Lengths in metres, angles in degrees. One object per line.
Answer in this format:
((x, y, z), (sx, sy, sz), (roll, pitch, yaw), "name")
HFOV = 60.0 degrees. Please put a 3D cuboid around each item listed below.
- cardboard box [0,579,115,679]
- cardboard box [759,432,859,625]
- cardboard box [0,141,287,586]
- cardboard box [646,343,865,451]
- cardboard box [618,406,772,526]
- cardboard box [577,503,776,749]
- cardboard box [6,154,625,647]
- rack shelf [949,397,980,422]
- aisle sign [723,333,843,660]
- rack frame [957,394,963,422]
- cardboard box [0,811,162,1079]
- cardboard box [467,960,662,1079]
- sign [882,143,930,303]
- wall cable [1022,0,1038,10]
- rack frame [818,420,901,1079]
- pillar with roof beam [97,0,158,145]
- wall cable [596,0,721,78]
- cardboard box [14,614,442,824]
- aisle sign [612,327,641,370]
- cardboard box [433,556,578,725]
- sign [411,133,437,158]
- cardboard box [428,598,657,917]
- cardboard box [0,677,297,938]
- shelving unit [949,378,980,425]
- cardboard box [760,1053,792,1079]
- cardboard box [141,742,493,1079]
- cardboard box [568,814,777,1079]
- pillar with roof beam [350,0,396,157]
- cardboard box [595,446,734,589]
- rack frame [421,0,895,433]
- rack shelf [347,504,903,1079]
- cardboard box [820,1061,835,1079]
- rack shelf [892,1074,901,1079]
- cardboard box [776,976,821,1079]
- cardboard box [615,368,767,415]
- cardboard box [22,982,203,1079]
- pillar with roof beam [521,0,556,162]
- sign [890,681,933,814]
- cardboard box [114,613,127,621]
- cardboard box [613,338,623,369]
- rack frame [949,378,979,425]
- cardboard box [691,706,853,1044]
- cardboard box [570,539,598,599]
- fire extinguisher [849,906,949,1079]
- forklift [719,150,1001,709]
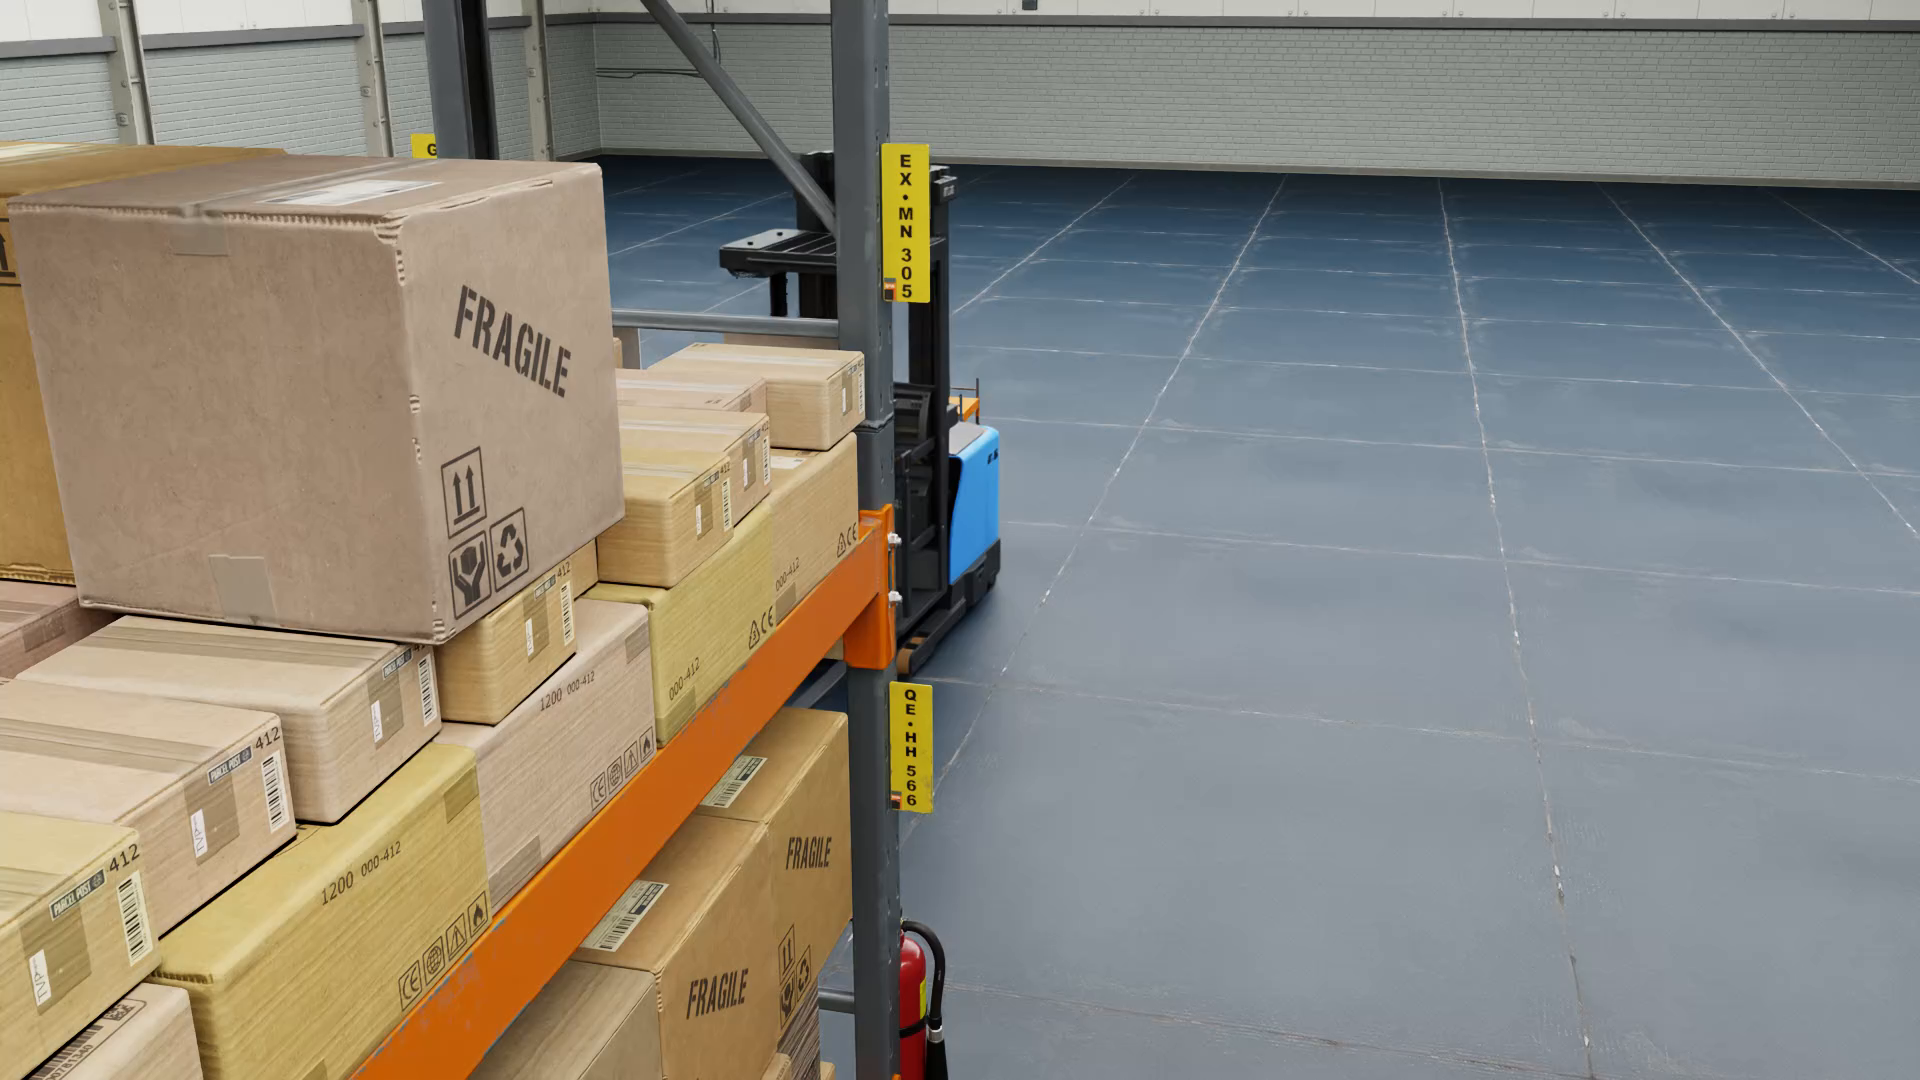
((-1.304, 0.148, 2.089), (0.380, 0.149, 0.250), (4, 19, 13), "cardboard box")
((-0.517, -0.047, 3.276), (0.500, 0.250, 0.500), (5, 20, 15), "cardboard box")
((-1.270, -0.270, 2.308), (0.500, 0.500, 0.500), (5, 19, 13), "cardboard box")
((-0.411, -0.295, 3.386), (0.380, 0.149, 0.250), (5, 19, 13), "cardboard box")
((-0.549, -0.129, 2.898), (0.380, 0.149, 0.250), (4, 19, 11), "cardboard box")
((-0.636, 0.110, 2.818), (0.500, 0.250, 0.500), (5, 19, 14), "cardboard box")
((-0.779, -0.208, 2.127), (0.500, 0.500, 0.500), (5, 19, 13), "cardboard box")
((-0.040, -0.888, 11.715), (0.258, 0.148, 0.480), (5, 19, 13), "rack shelf")
((-0.340, -0.096, 3.806), (0.394, 0.787, 0.004), (5, 19, 13), "aisle sign")
((-0.100, -0.439, 11.618), (0.240, 1.200, 0.015), (5, 19, 13), "rack frame")
((-0.963, 0.357, 1.475), (0.380, 0.149, 0.250), (4, 19, 12), "cardboard box")
((-0.782, 0.974, 2.532), (0.500, 0.500, 0.500), (5, 19, 13), "cardboard box")
((-0.112, -0.658, 3.464), (0.100, 0.325, 0.005), (5, 19, 13), "sign")
((2.420, -13.812, 33.441), (2.305, 6.003, 0.169), (5, 19, 13), "wall cable")
((-0.646, 1.130, 4.238), (1.000, 3.000, 0.127), (5, 19, 13), "rack frame")
((-7.541, -8.037, 21.796), (9.100, 9.000, 0.400), (5, 19, 13), "pillar with roof beam")
((-6.782, -11.488, 36.702), (3.097, 2.526, 0.112), (5, 19, 13), "wall cable")
((-0.848, 0.194, 1.953), (0.380, 0.149, 0.250), (4, 19, 11), "cardboard box")
((-0.921, -0.143, 3.944), (0.394, 0.787, 0.004), (5, 19, 13), "aisle sign")
((-0.736, 0.112, 2.194), (0.380, 0.149, 0.250), (4, 19, 11), "cardboard box")
((-1.172, -0.746, 3.737), (0.100, 0.325, 0.005), (5, 19, 13), "sign")
((-0.770, 0.269, 2.349), (0.500, 0.250, 0.500), (5, 20, 15), "cardboard box")
((-0.933, 0.274, 1.719), (0.380, 0.149, 0.250), (5, 20, 15), "cardboard box")
((-0.040, -0.516, 11.842), (0.258, 1.200, 0.503), (5, 19, 13), "shelving unit")
((-0.812, 1.278, 3.189), (0.875, 0.500, 0.500), (5, 19, 13), "cardboard box")
((-0.888, 0.428, 1.887), (0.500, 0.250, 0.500), (4, 19, 12), "cardboard box")
((-0.657, 0.818, 2.990), (0.500, 0.500, 0.500), (5, 19, 13), "cardboard box")
((-6.075, -9.918, 27.302), (9.100, 9.000, 0.400), (5, 19, 13), "pillar with roof beam")
((-0.587, -0.048, 2.662), (0.380, 0.149, 0.250), (5, 19, 14), "cardboard box")
((-0.646, -1.709, 3.269), (1.000, 3.000, 0.127), (5, 19, 13), "rack frame")
((-1.134, 0.678, 2.034), (1.077, 0.370, 4.000), (5, 19, 13), "rack shelf")
((-0.515, 1.355, 3.970), (0.380, 0.149, 0.250), (5, 19, 13), "cardboard box")
((-1.134, 2.097, 2.519), (1.077, 0.370, 4.000), (5, 19, 13), "rack shelf")
((-0.807, 1.112, 3.676), (0.875, 0.500, 0.500), (5, 19, 13), "cardboard box")
((-0.588, -0.223, 3.174), (0.380, 0.149, 0.250), (4, 19, 12), "cardboard box")
((-1.009, 0.593, 1.401), (0.500, 0.250, 0.500), (4, 19, 11), "cardboard box")
((-4.609, -11.798, 32.807), (9.100, 9.000, 0.400), (5, 19, 13), "pillar with roof beam")
((-0.112, 0.483, 3.853), (0.100, 0.325, 0.005), (5, 19, 13), "sign")
((-1.288, 0.066, 2.328), (0.380, 0.149, 0.250), (4, 19, 11), "cardboard box")
((-0.937, -0.339, 3.514), (0.380, 0.149, 0.250), (5, 19, 13), "cardboard box")
((0.019, -0.592, 12.066), (0.240, 1.200, 0.015), (5, 19, 13), "rack frame")
((-0.540, 0.661, 3.451), (0.500, 0.500, 0.500), (5, 19, 13), "cardboard box")
((-0.768, 0.020, 2.464), (0.380, 0.149, 0.250), (5, 19, 14), "cardboard box")
((-0.171, 1.167, 4.249), (0.296, 0.674, 0.183), (5, 19, 13), "fire extinguisher")
((-0.690, -0.730, 9.790), (1.130, 2.935, 3.031), (6, 20, 18), "forklift")
